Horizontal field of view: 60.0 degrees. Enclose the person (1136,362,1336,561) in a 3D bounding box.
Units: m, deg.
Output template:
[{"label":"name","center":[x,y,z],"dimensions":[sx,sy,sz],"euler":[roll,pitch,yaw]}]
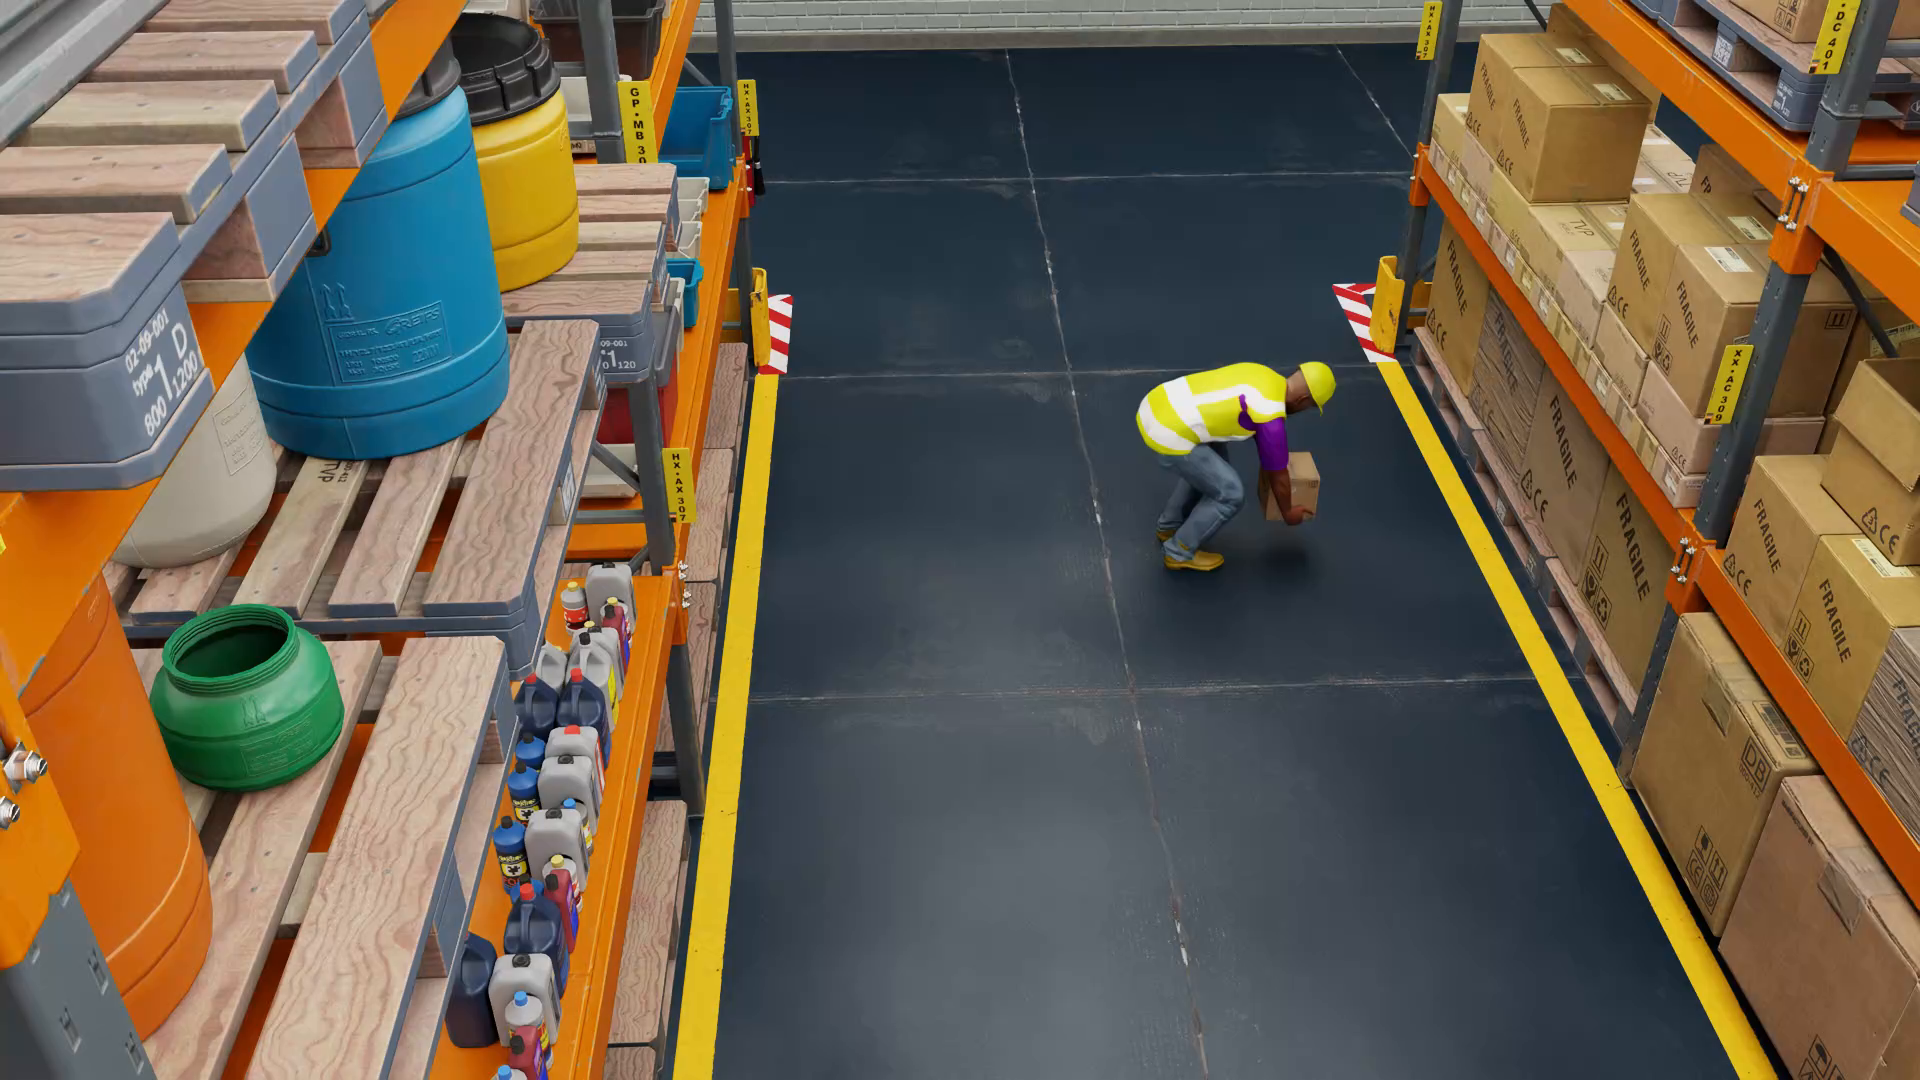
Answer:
[{"label":"person","center":[1.360,-0.425,8.335],"dimensions":[0.967,1.002,0.515],"euler":[-3,35,-4]}]
